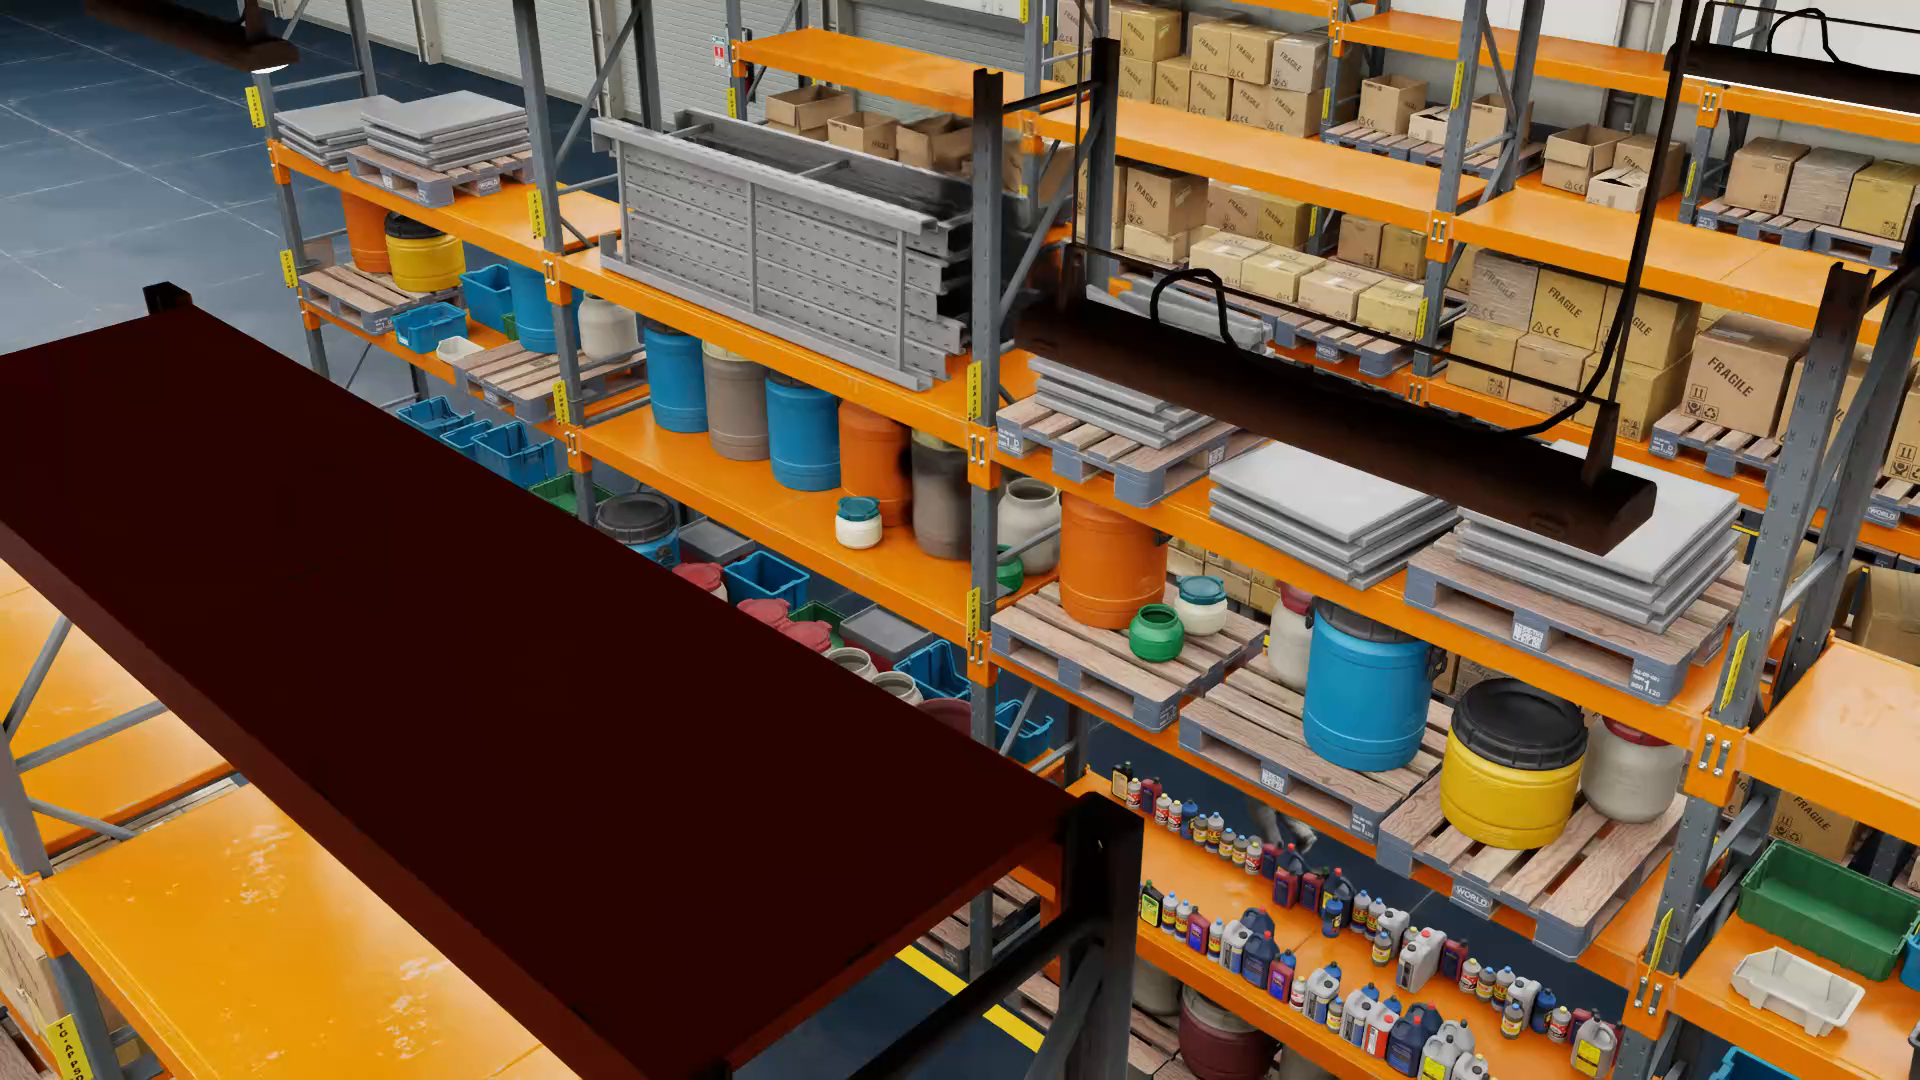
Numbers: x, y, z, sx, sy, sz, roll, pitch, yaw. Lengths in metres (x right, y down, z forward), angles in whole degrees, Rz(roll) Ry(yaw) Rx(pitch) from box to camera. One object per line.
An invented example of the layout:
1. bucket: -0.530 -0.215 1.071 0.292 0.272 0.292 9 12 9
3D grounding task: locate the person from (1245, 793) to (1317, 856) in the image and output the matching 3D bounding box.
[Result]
1. person: 2.205 1.531 11.309 0.516 1.642 0.595 23 37 35

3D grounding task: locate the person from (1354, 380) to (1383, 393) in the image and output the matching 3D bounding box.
1. person: 3.875 -0.811 15.956 0.818 1.687 0.624 22 36 33
